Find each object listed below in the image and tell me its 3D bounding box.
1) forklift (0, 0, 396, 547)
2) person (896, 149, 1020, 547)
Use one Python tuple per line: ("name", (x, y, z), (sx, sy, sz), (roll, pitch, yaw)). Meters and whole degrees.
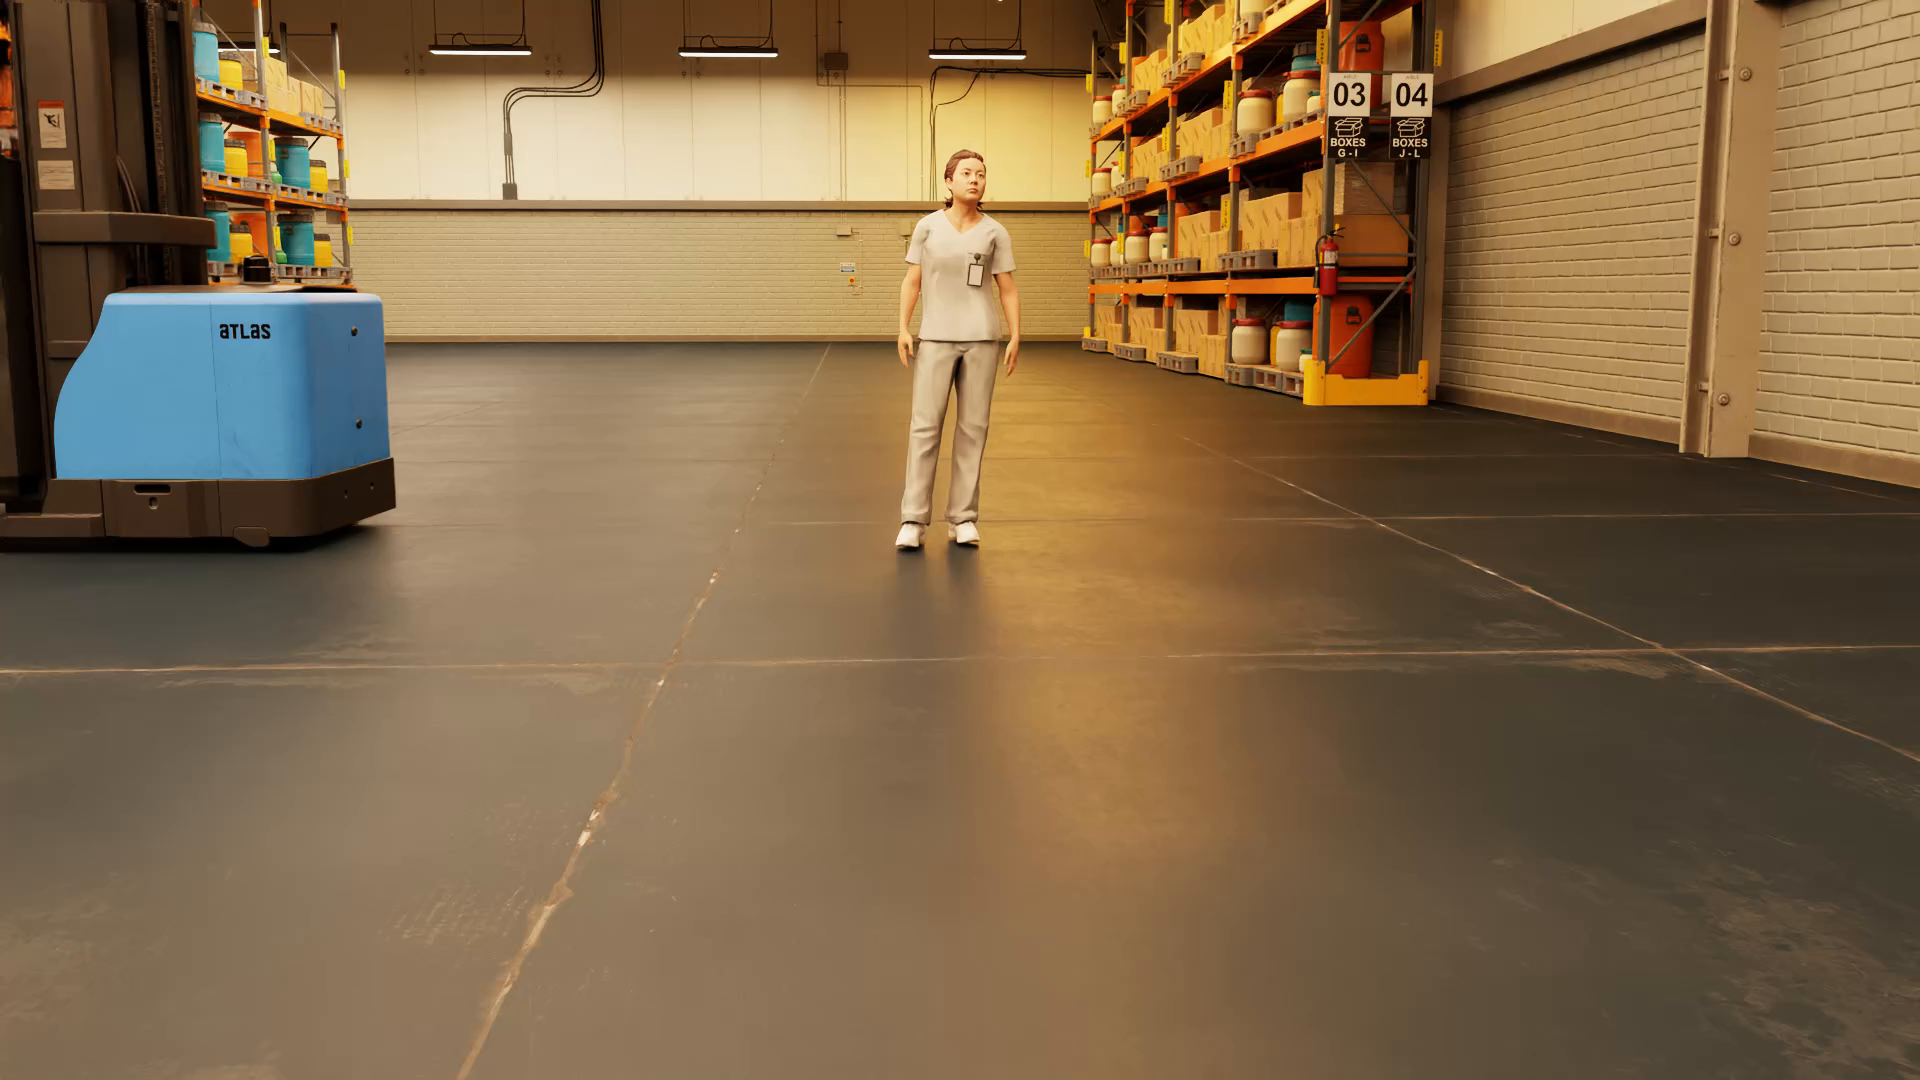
("forklift", (-4.185, -1.472, 7.246), (3.031, 2.935, 1.130), (0, 8, 2))
("person", (-0.009, -0.825, 7.112), (0.549, 1.673, 0.548), (-1, 8, -4))
